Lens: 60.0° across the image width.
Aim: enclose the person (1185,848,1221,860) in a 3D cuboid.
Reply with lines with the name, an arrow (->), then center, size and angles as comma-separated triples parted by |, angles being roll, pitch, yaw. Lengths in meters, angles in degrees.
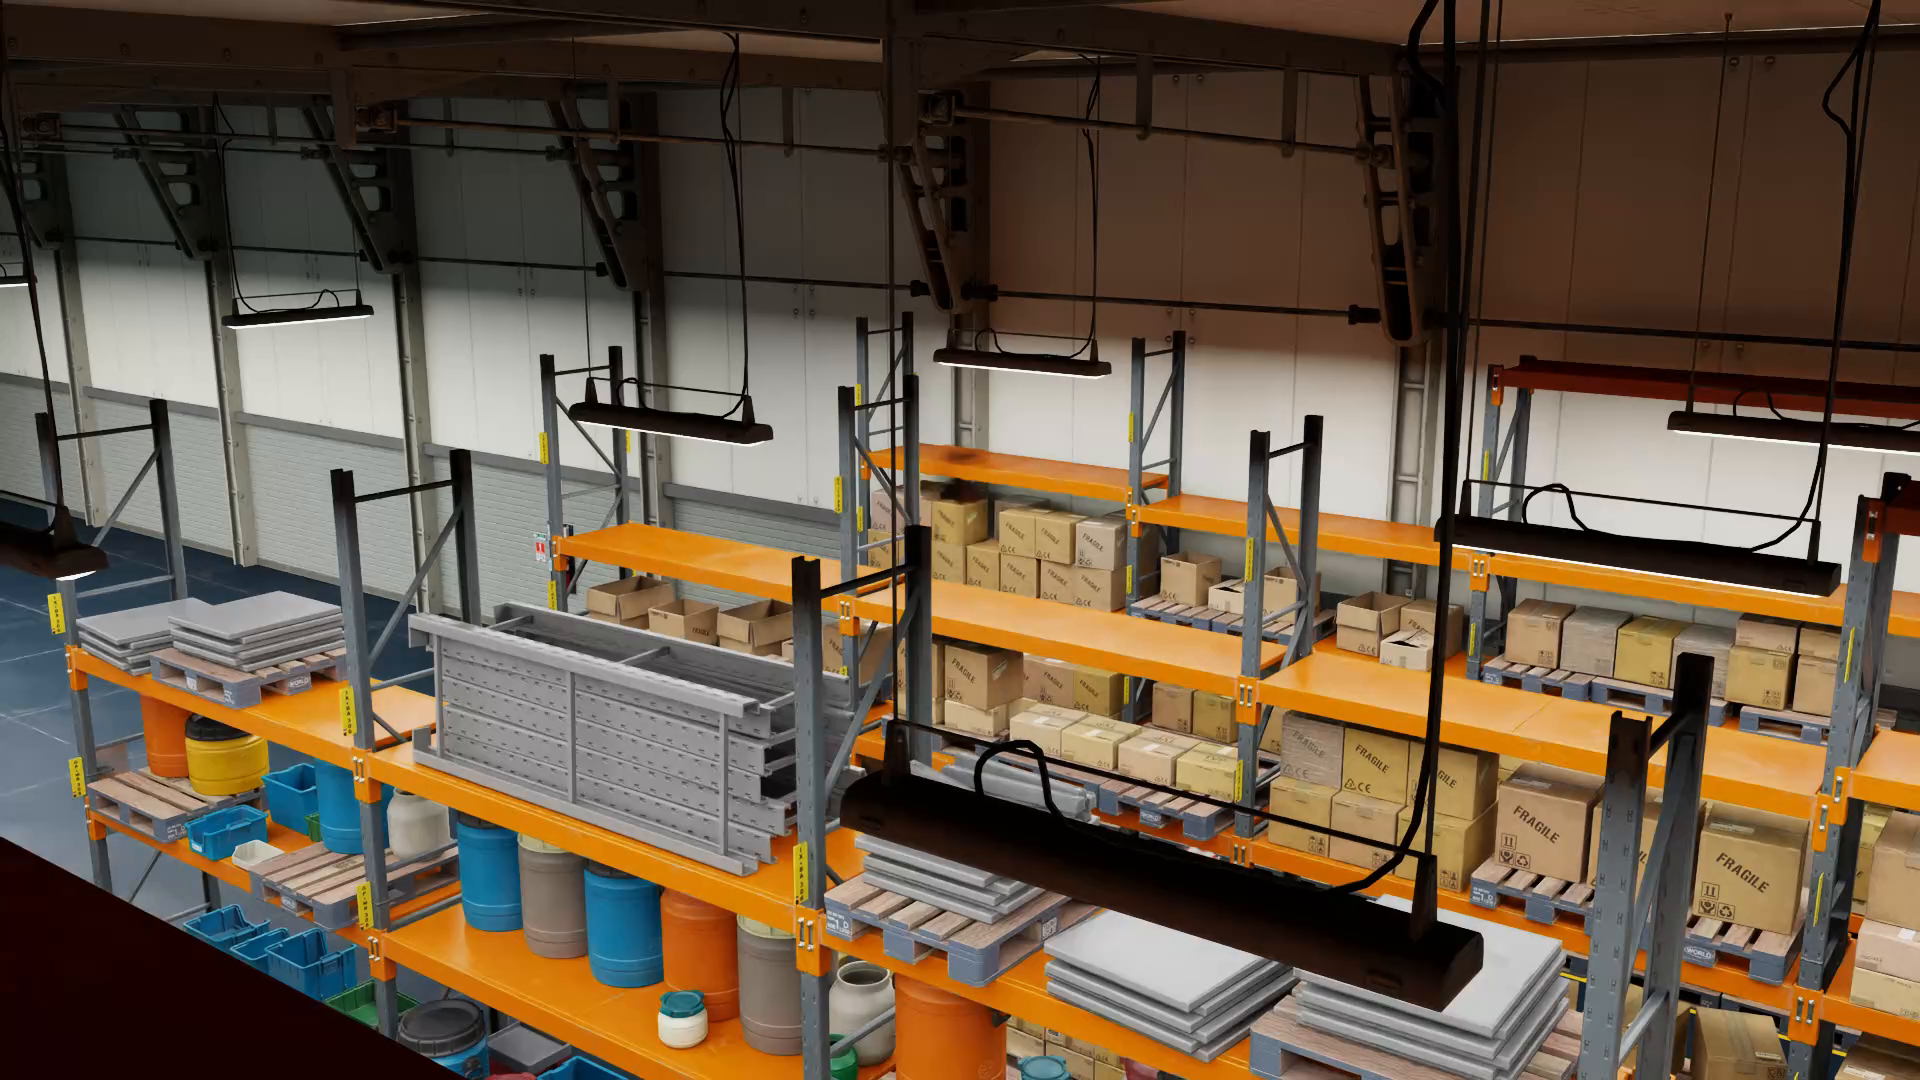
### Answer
person -> 2.316, 3.550, 15.963 | 0.633, 1.804, 0.389 | 9, 16, 33
